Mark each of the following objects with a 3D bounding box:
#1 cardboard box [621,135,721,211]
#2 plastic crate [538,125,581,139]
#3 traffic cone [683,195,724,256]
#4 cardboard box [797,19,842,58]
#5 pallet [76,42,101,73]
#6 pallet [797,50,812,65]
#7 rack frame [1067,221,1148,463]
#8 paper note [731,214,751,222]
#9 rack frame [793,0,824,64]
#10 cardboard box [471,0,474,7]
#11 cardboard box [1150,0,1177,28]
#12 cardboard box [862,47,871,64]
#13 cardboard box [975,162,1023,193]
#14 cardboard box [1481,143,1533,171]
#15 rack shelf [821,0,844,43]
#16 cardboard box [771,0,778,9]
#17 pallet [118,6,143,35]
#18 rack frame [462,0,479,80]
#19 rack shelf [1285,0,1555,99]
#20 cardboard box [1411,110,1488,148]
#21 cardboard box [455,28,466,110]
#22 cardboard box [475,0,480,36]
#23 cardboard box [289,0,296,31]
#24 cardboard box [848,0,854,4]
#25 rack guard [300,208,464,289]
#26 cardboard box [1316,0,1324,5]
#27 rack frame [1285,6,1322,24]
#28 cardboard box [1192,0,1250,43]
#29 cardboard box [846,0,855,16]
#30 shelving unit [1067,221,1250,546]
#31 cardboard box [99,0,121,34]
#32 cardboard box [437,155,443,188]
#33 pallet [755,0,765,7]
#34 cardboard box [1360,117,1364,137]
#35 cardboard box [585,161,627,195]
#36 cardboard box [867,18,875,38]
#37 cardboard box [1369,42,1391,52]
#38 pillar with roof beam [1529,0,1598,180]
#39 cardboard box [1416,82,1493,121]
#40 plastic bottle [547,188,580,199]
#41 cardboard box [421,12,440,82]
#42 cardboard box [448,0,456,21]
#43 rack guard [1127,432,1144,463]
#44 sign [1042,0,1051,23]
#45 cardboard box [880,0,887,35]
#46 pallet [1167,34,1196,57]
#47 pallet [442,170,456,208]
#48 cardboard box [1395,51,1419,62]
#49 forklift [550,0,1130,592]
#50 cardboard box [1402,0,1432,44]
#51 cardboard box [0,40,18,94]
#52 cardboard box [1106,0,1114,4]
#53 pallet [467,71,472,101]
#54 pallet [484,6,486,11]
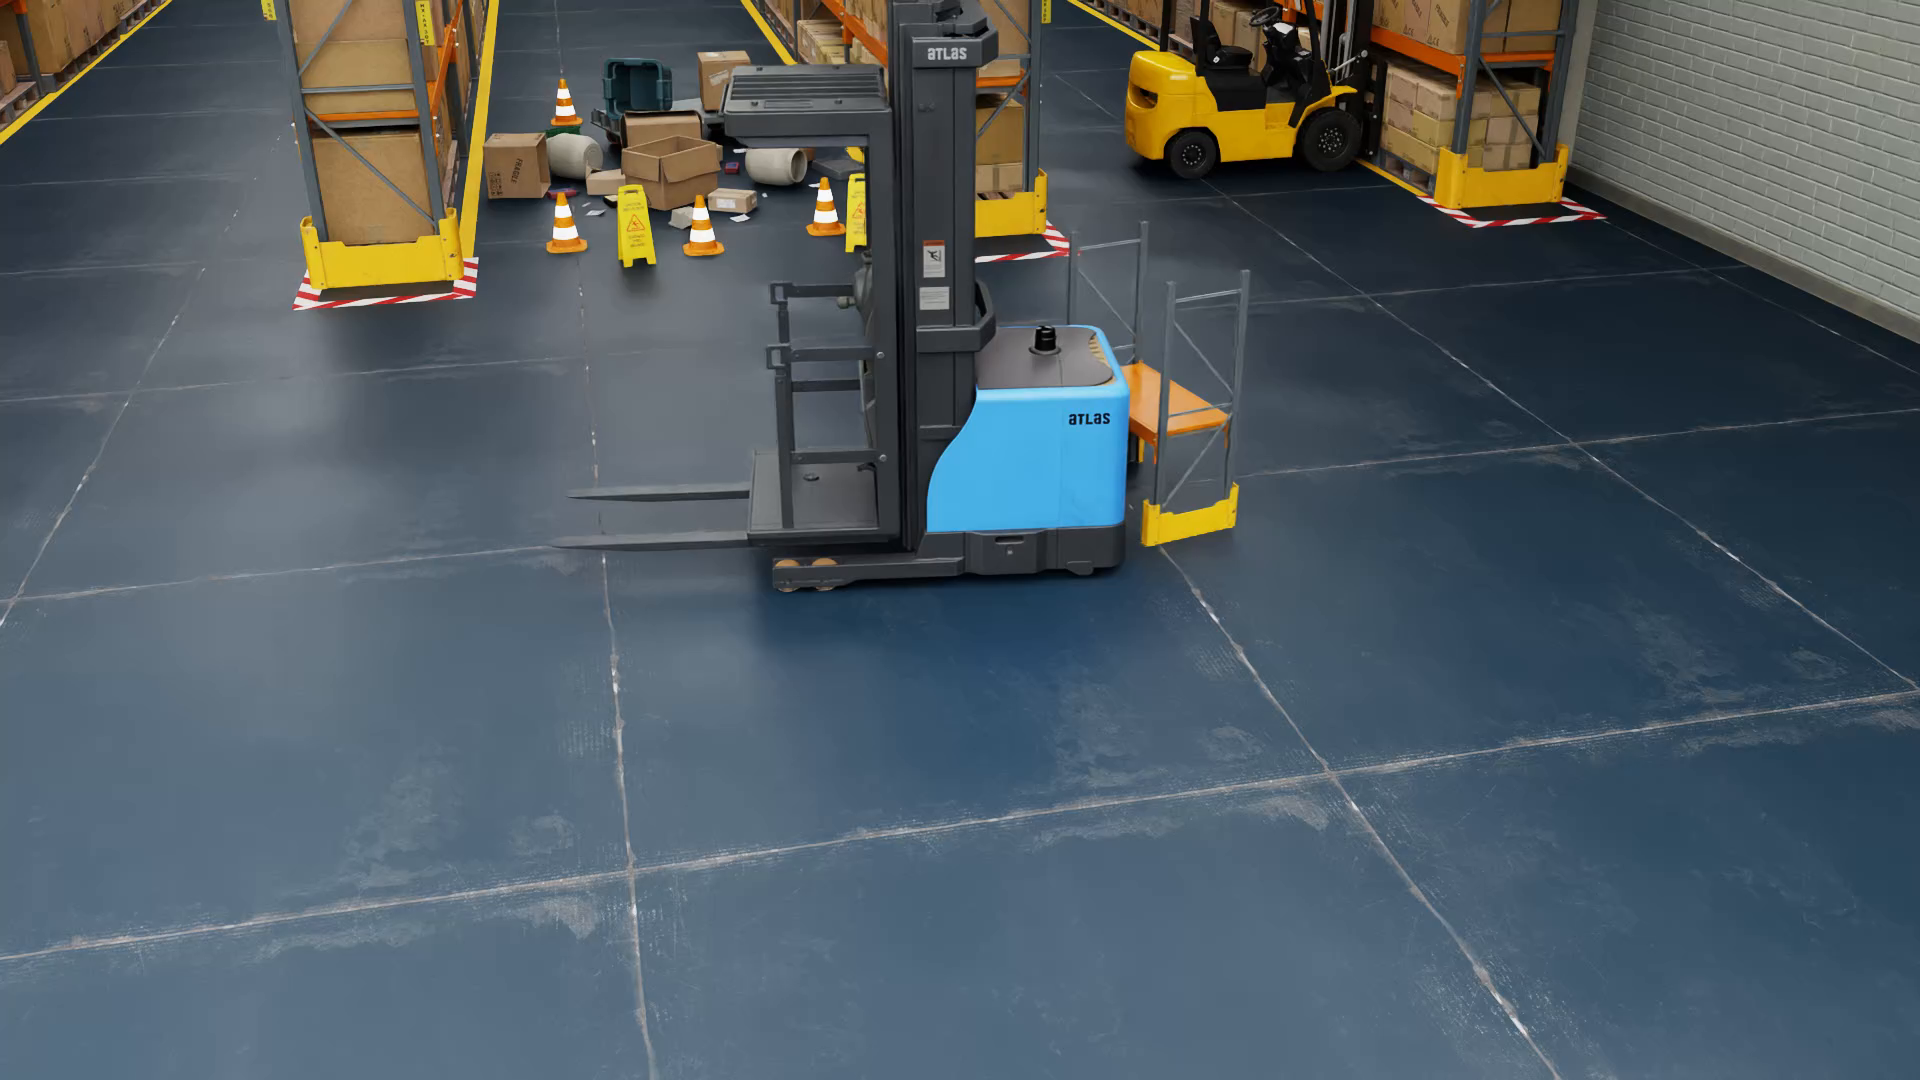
[{"bbox_3d":[-2.685,-3.413,15.454,0.637,0.503,0.797,19,32,32],"label":"cardboard box"},{"bbox_3d":[-4.208,-4.050,17.002,0.450,0.188,0.662,-2,25,20],"label":"plastic crate"},{"bbox_3d":[-2.181,-2.677,14.041,0.336,0.463,0.334,-6,27,-12],"label":"traffic cone"},{"bbox_3d":[-1.508,-6.291,20.836,0.950,0.372,0.625,-8,28,-15],"label":"cardboard box"},{"bbox_3d":[-11.656,-6.163,21.226,1.003,0.211,1.213,-6,27,-12],"label":"pallet"},{"bbox_3d":[-1.451,-5.938,20.780,1.003,0.211,1.213,-6,27,-12],"label":"pallet"},{"bbox_3d":[0.848,-1.109,9.783,0.500,1.500,0.032,-12,29,-23],"label":"rack frame"},{"bbox_3d":[-1.975,-2.901,14.964,0.148,0.019,0.142,-16,31,-29],"label":"paper note"},{"bbox_3d":[-1.625,-7.526,20.832,1.000,3.000,0.127,-6,27,-12],"label":"rack frame"},{"bbox_3d":[-6.459,-6.935,21.137,0.500,0.250,0.500,-6,27,-12],"label":"cardboard box"},{"bbox_3d":[2.905,-7.267,22.627,0.500,0.500,0.500,-5,27,-10],"label":"cardboard box"},{"bbox_3d":[-0.767,-4.781,16.428,0.380,0.149,0.250,-5,27,-10],"label":"cardboard box"},{"bbox_3d":[0.265,-3.356,15.156,0.500,0.250,0.500,-6,27,-12],"label":"cardboard box"},{"bbox_3d":[5.092,-3.715,15.867,0.500,0.250,0.500,-6,27,-11],"label":"cardboard box"},{"bbox_3d":[-1.175,-6.327,19.254,1.077,0.370,4.000,-6,27,-12],"label":"rack shelf"},{"bbox_3d":[-2.309,-8.257,24.172,0.875,0.875,0.875,-5,27,-10],"label":"cardboard box"},{"bbox_3d":[-12.277,-7.373,23.622,1.003,0.211,1.213,-6,27,-12],"label":"pallet"},{"bbox_3d":[-6.425,-6.979,19.748,1.000,3.000,0.127,-6,27,-12],"label":"rack frame"},{"bbox_3d":[4.562,-5.076,16.777,1.077,0.370,4.000,-6,27,-12],"label":"rack shelf"},{"bbox_3d":[4.598,-3.885,15.648,0.500,0.250,0.500,-6,27,-12],"label":"cardboard box"},{"bbox_3d":[-5.965,-5.093,18.043,1.050,0.750,0.750,-6,27,-12],"label":"cardboard box"},{"bbox_3d":[-6.573,-6.832,21.765,0.500,0.500,0.500,-7,28,-13],"label":"cardboard box"},{"bbox_3d":[-4.882,-4.415,13.303,0.875,0.550,0.550,-6,27,-12],"label":"cardboard box"},{"bbox_3d":[-0.896,-5.726,16.824,0.500,0.500,0.500,-6,27,-12],"label":"cardboard box"},{"bbox_3d":[-4.617,-2.340,13.332,1.175,0.500,0.348,-6,27,-12],"label":"rack guard"},{"bbox_3d":[4.090,-5.872,17.444,0.500,0.500,0.500,-5,27,-11],"label":"cardboard box"},{"bbox_3d":[4.111,-6.276,18.354,1.000,3.000,0.127,-6,27,-12],"label":"rack frame"},{"bbox_3d":[3.492,-6.598,21.162,0.875,0.625,0.625,-5,27,-10],"label":"cardboard box"},{"bbox_3d":[-0.966,-5.487,17.071,0.380,0.149,0.250,-6,27,-12],"label":"cardboard box"},{"bbox_3d":[1.065,-0.907,9.382,0.587,1.500,1.083,-12,29,-23],"label":"shelving unit"},{"bbox_3d":[-12.018,-7.236,22.148,1.225,0.875,0.875,-6,27,-11],"label":"cardboard box"},{"bbox_3d":[-5.040,-3.383,14.515,0.875,0.875,0.875,-6,27,-12],"label":"cardboard box"},{"bbox_3d":[-2.622,-8.379,25.616,1.003,0.211,1.213,-6,27,-12],"label":"pallet"},{"bbox_3d":[4.253,-4.319,17.064,0.500,0.250,0.500,-5,27,-10],"label":"cardboard box"},{"bbox_3d":[-3.342,-3.435,15.760,0.396,0.266,0.258,-1,27,-3],"label":"cardboard box"},{"bbox_3d":[-0.686,-4.924,15.956,0.380,0.149,0.250,-6,27,-11],"label":"cardboard box"},{"bbox_3d":[4.143,-4.995,17.293,0.500,0.250,0.500,-5,27,-10],"label":"cardboard box"},{"bbox_3d":[1.540,-7.158,13.444,9.100,9.000,0.400,-6,27,-12],"label":"pillar with roof beam"},{"bbox_3d":[4.605,-4.096,15.513,0.500,0.250,0.500,-5,27,-10],"label":"cardboard box"},{"bbox_3d":[-3.732,-3.265,15.651,0.283,0.061,0.133,-16,31,-29],"label":"plastic bottle"},{"bbox_3d":[-4.899,-4.190,14.056,0.875,0.550,0.550,-6,27,-12],"label":"cardboard box"},{"bbox_3d":[-5.380,-5.526,16.758,0.500,0.500,0.500,-6,27,-11],"label":"cardboard box"},{"bbox_3d":[0.849,-0.551,10.064,0.587,0.250,0.087,-12,29,-23],"label":"rack guard"},{"bbox_3d":[0.706,-4.456,13.788,0.100,0.325,0.005,-6,27,-12],"label":"sign"},{"bbox_3d":[-0.431,-4.842,15.073,0.500,0.500,0.500,-6,27,-12],"label":"cardboard box"},{"bbox_3d":[3.357,-6.421,21.738,1.003,0.211,1.213,-6,27,-12],"label":"pallet"},{"bbox_3d":[-5.150,-3.100,15.157,1.003,0.211,1.213,-6,27,-12],"label":"pallet"},{"bbox_3d":[4.762,-4.821,16.949,0.500,0.250,0.500,-6,27,-13],"label":"cardboard box"},{"bbox_3d":[-0.663,-1.284,8.542,3.031,2.935,1.130,-2,27,-4],"label":"forklift"},{"bbox_3d":[4.538,-4.982,15.681,0.500,0.500,0.500,-5,27,-10],"label":"cardboard box"},{"bbox_3d":[-11.110,-5.308,18.723,0.700,0.500,0.500,-7,28,-14],"label":"cardboard box"},{"bbox_3d":[2.436,-8.172,24.419,0.500,0.500,0.500,-7,28,-13],"label":"cardboard box"},{"bbox_3d":[-6.321,-5.380,19.675,1.003,0.211,1.213,-6,27,-12],"label":"pallet"},{"bbox_3d":[-7.513,-7.781,24.432,1.003,0.211,1.213,-6,27,-12],"label":"pallet"}]
